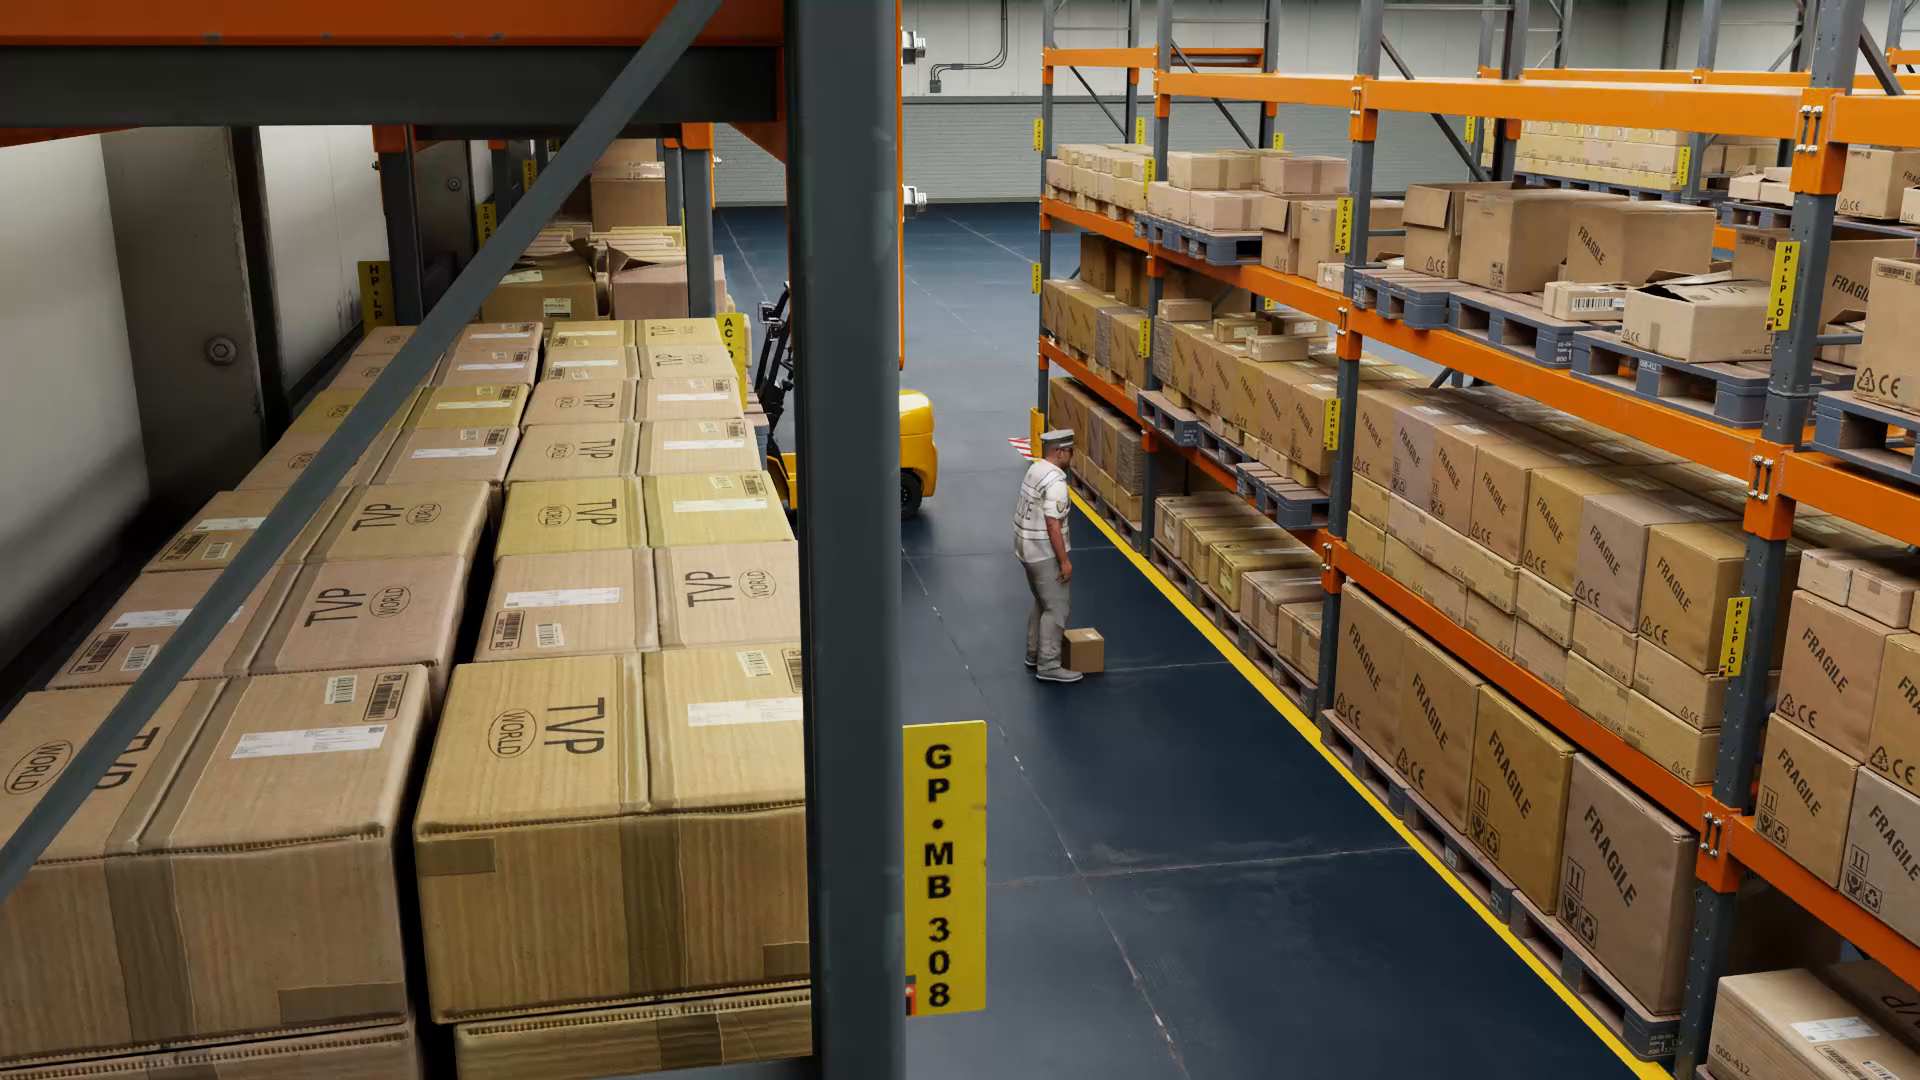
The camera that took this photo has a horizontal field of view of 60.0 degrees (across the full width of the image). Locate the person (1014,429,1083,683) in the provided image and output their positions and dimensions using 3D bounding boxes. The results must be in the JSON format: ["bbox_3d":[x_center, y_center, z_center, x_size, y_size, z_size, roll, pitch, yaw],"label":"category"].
[{"bbox_3d":[0.608,0.094,11.696,0.429,1.749,0.606,-4,17,-13],"label":"person"}]
